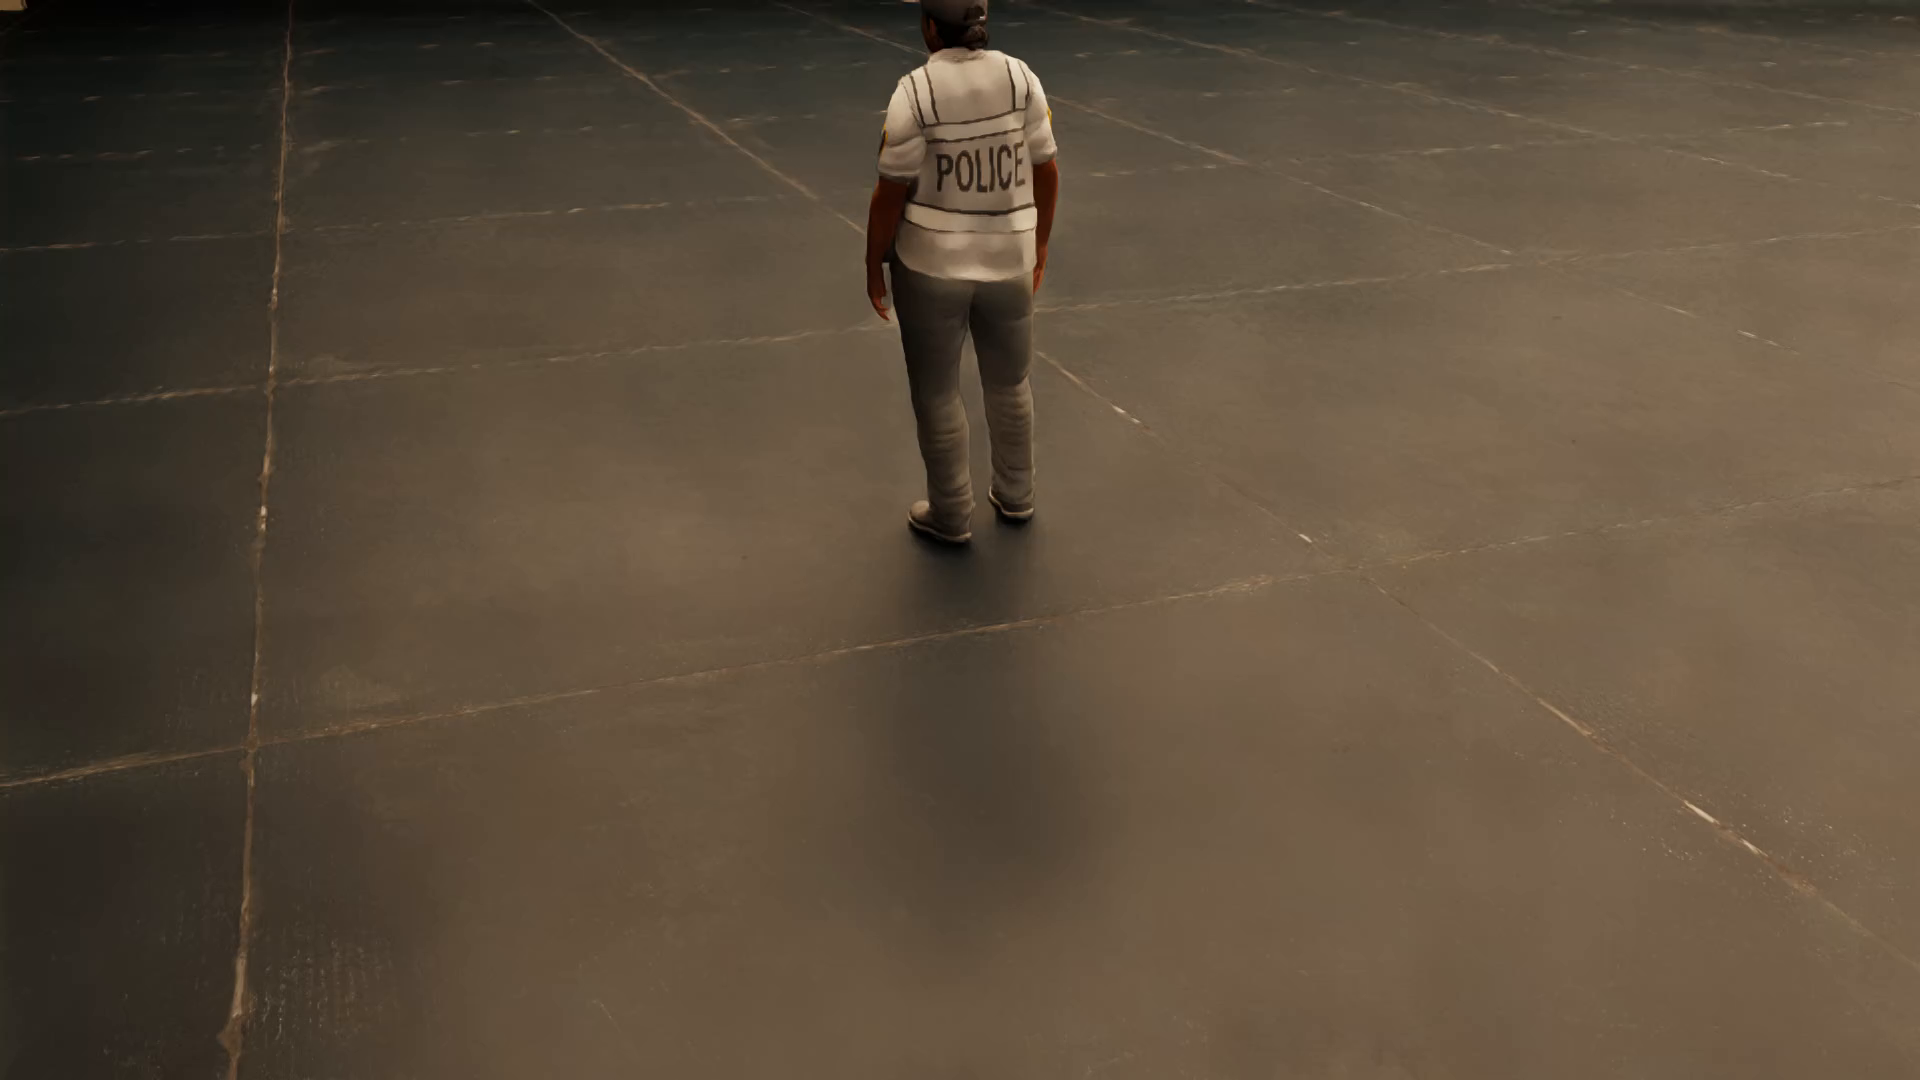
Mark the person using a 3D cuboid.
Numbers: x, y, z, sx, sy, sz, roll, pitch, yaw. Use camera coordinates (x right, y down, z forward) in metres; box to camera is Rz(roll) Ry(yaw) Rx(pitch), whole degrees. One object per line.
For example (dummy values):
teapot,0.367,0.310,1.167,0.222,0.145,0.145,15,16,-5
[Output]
person,-0.005,-0.806,4.827,0.598,1.669,0.529,-8,24,-18
